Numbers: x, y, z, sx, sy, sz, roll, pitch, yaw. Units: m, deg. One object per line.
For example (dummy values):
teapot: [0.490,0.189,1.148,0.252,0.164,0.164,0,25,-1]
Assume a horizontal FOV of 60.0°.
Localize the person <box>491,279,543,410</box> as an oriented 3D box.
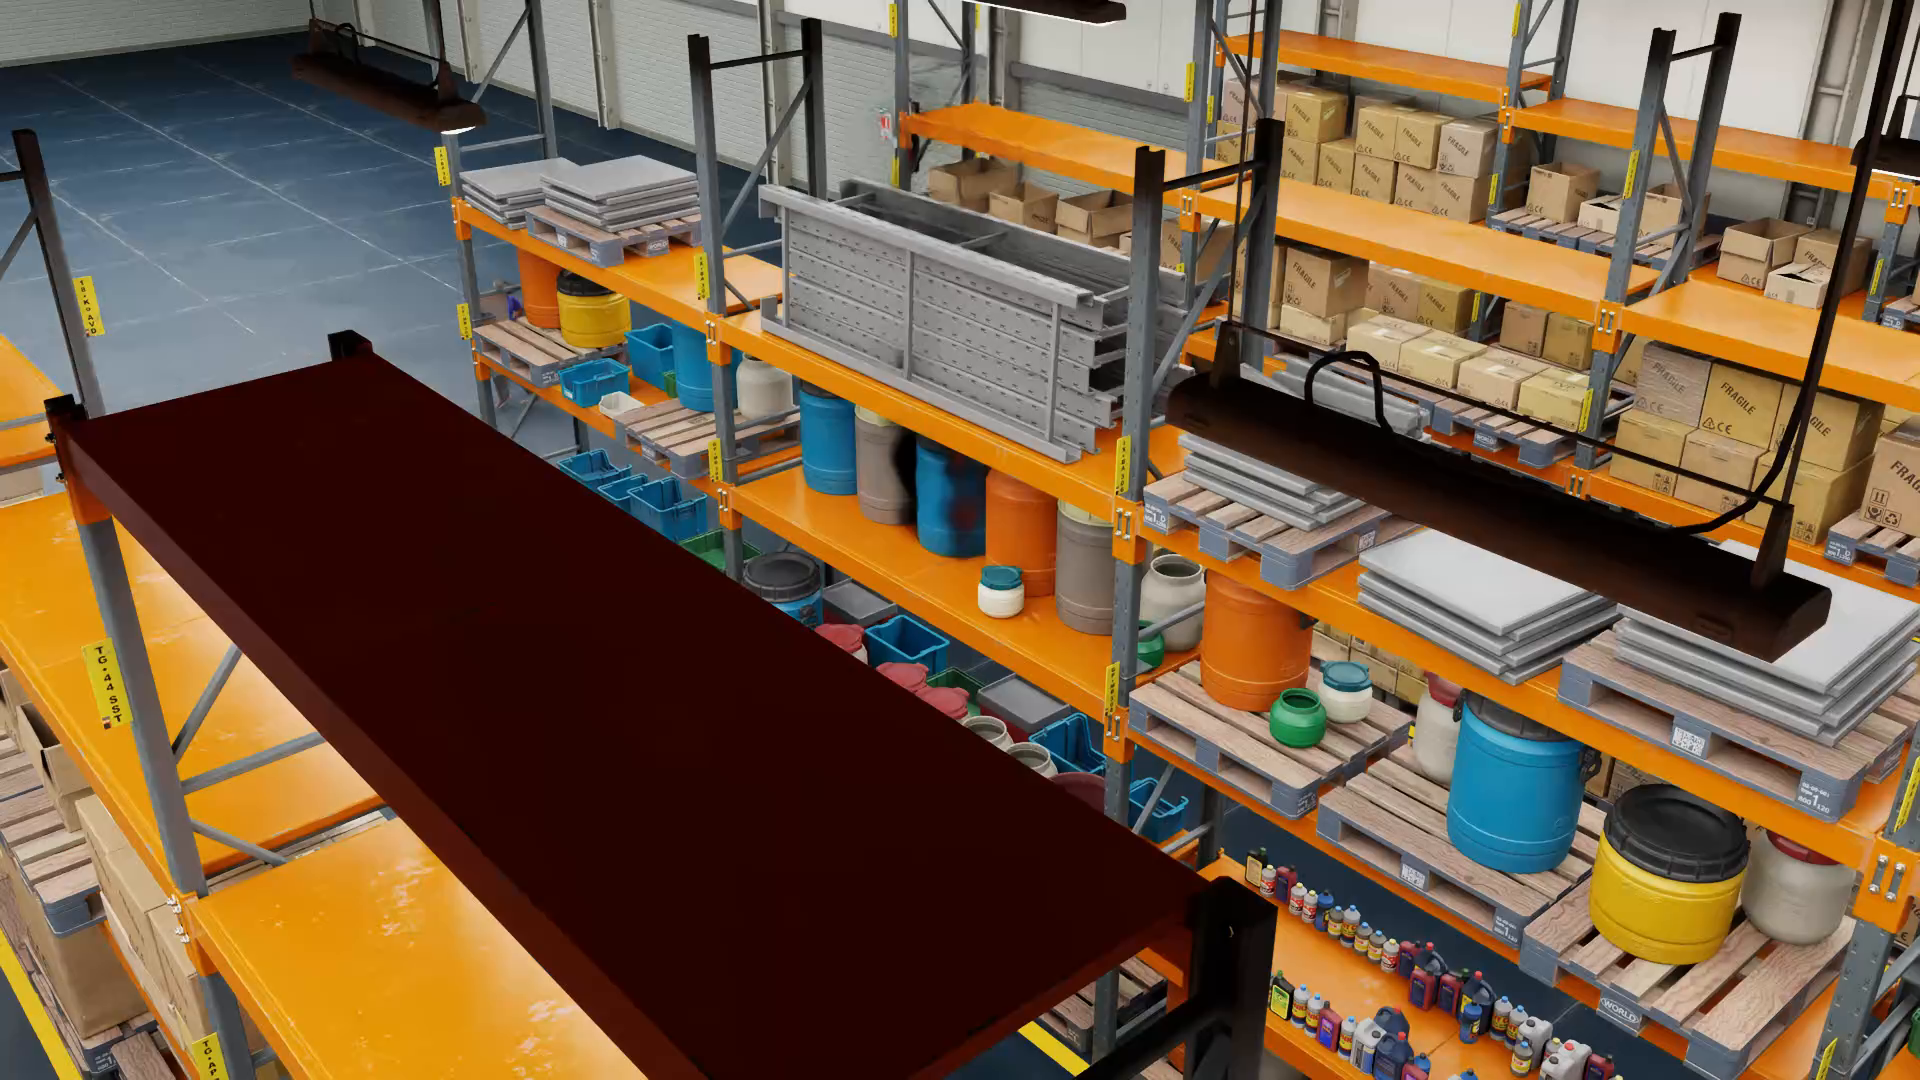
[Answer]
person: [-5.574,-2.386,20.451,0.712,1.712,0.554,-9,28,-16]
